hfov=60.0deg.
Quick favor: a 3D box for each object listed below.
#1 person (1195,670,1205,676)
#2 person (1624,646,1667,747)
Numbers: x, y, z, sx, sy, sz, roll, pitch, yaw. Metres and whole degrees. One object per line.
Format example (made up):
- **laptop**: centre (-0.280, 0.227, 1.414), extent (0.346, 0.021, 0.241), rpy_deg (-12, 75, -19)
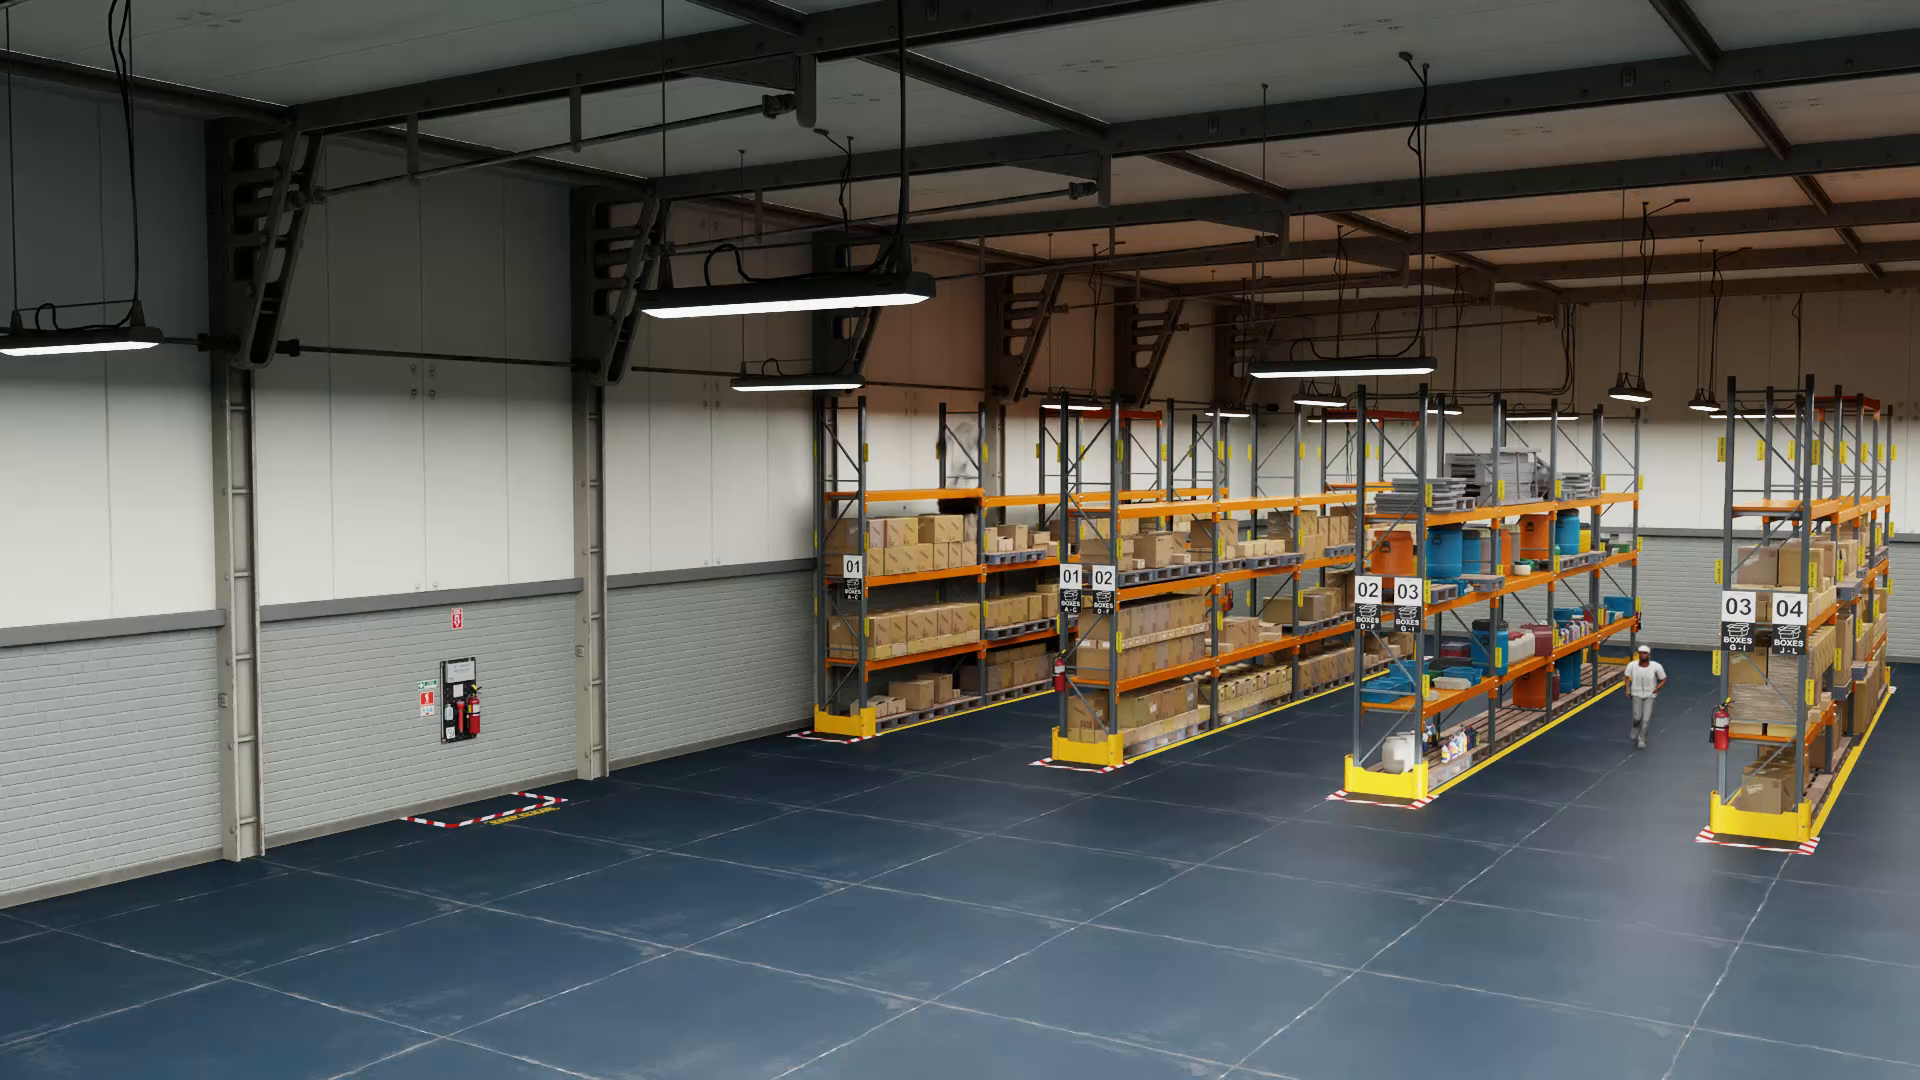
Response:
- **person**: centre (5.064, 2.317, 35.361), extent (0.561, 1.587, 0.842), rpy_deg (2, 4, 33)
- **person**: centre (11.643, 2.657, 28.283), extent (0.686, 1.731, 0.617), rpy_deg (2, 3, 27)
